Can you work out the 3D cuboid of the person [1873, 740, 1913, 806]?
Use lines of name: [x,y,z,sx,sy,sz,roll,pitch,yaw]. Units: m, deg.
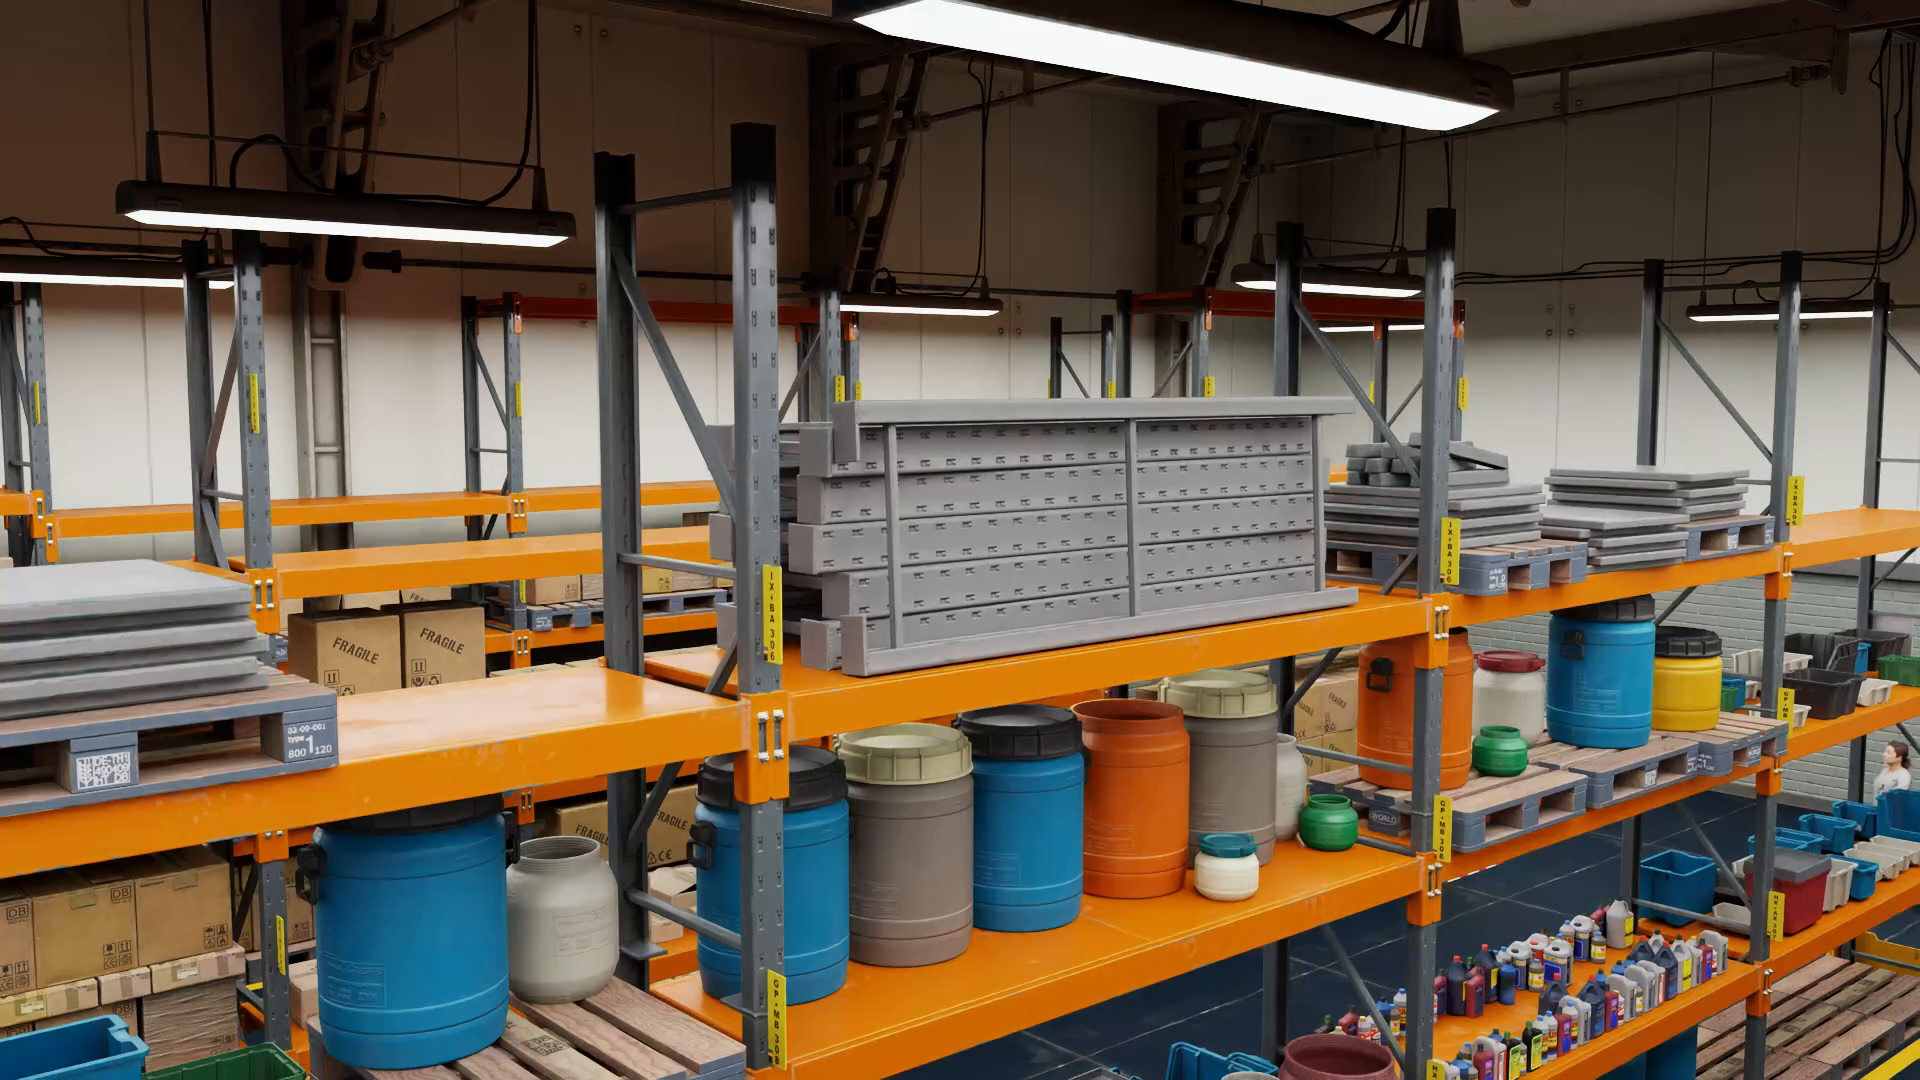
person: [9.189,2.793,16.420,0.948,1.638,0.456,0,5,5]
